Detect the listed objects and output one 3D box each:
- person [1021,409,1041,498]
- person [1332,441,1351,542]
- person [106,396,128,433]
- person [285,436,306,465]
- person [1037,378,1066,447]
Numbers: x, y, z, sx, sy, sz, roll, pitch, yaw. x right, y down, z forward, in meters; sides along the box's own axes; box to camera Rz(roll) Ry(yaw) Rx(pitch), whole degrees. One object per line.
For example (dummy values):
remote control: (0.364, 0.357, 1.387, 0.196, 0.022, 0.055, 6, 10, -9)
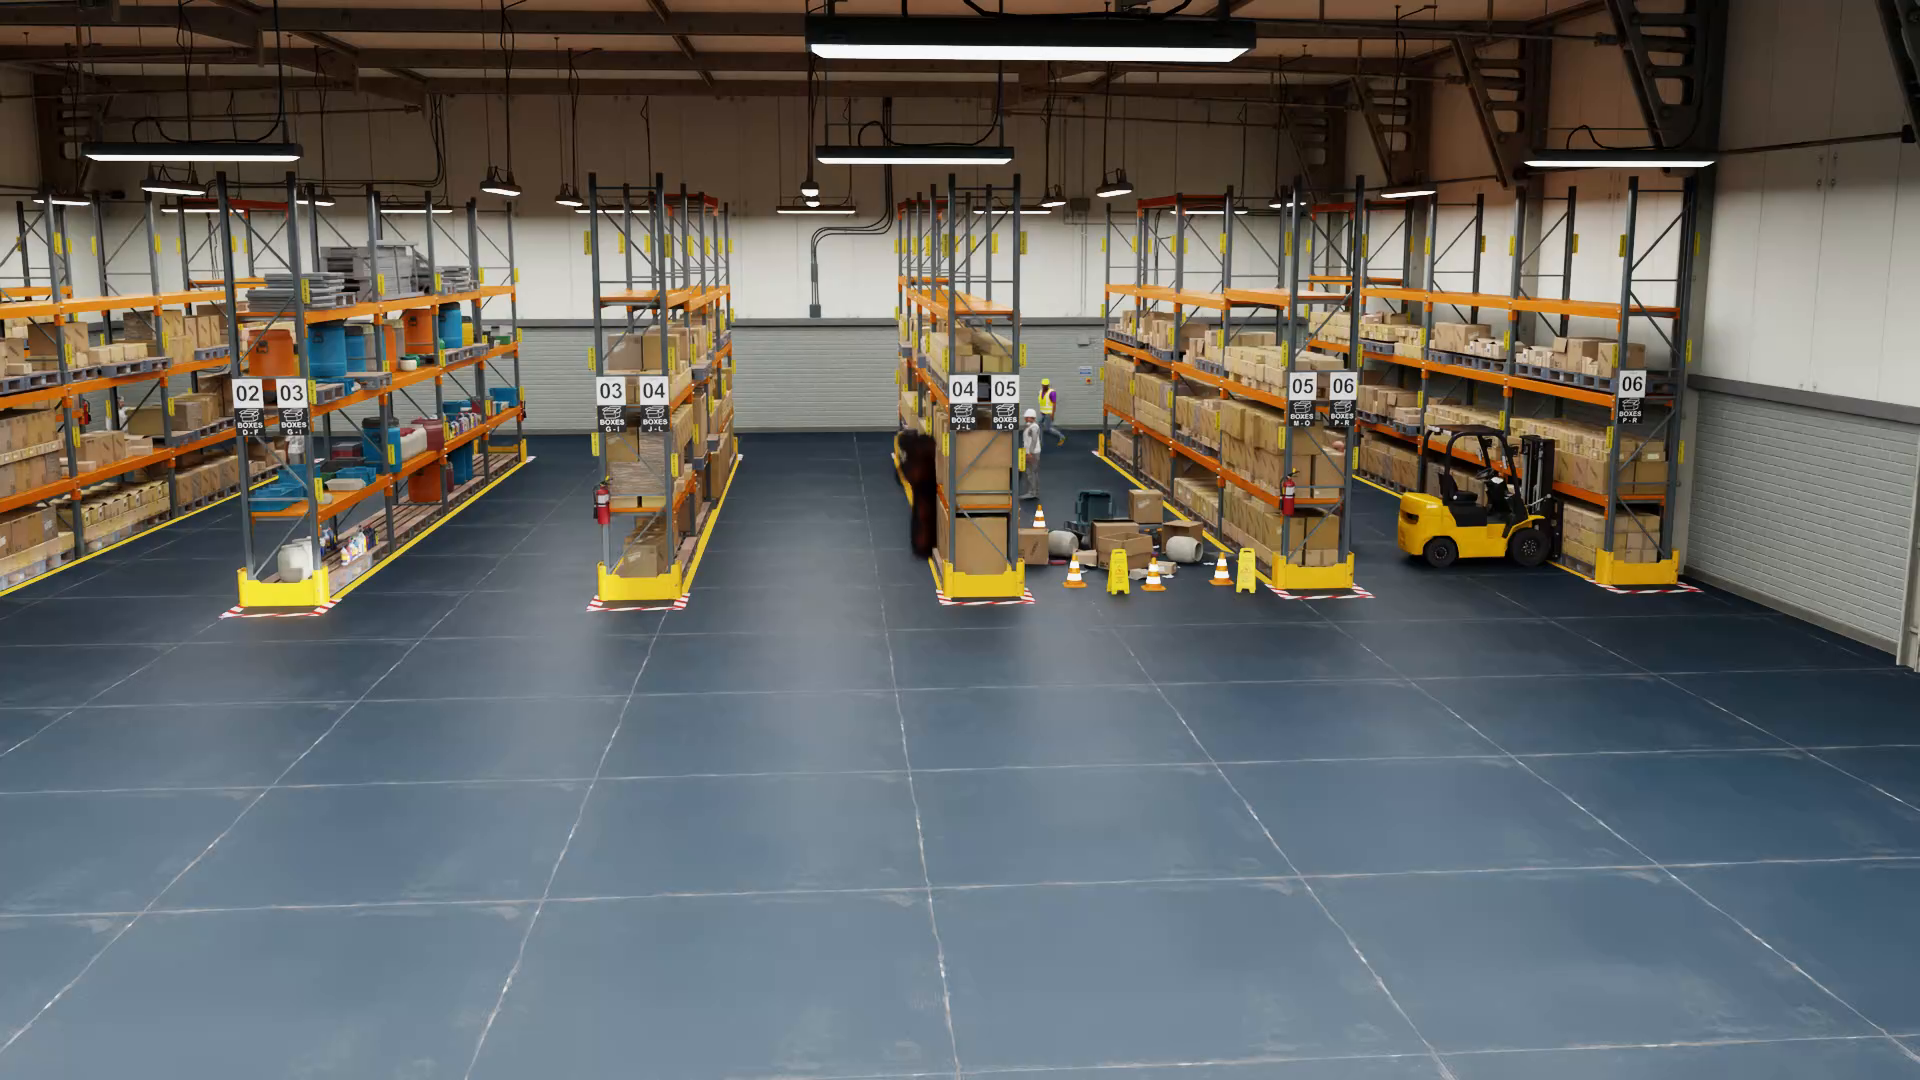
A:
person: (1.415, -1.741, 33.398, 0.412, 1.777, 0.551, -1, 10, -3)
person: (6.528, -0.852, 28.593, 0.429, 1.721, 0.549, 5, 11, 26)
person: (-19.203, -2.469, 38.072, 0.668, 1.652, 0.948, -1, 10, -4)
person: (-13.442, -1.732, 33.721, 0.419, 1.687, 0.462, 0, 10, 1)
person: (2.211, -3.196, 41.751, 0.865, 1.729, 0.579, -3, 10, -16)
